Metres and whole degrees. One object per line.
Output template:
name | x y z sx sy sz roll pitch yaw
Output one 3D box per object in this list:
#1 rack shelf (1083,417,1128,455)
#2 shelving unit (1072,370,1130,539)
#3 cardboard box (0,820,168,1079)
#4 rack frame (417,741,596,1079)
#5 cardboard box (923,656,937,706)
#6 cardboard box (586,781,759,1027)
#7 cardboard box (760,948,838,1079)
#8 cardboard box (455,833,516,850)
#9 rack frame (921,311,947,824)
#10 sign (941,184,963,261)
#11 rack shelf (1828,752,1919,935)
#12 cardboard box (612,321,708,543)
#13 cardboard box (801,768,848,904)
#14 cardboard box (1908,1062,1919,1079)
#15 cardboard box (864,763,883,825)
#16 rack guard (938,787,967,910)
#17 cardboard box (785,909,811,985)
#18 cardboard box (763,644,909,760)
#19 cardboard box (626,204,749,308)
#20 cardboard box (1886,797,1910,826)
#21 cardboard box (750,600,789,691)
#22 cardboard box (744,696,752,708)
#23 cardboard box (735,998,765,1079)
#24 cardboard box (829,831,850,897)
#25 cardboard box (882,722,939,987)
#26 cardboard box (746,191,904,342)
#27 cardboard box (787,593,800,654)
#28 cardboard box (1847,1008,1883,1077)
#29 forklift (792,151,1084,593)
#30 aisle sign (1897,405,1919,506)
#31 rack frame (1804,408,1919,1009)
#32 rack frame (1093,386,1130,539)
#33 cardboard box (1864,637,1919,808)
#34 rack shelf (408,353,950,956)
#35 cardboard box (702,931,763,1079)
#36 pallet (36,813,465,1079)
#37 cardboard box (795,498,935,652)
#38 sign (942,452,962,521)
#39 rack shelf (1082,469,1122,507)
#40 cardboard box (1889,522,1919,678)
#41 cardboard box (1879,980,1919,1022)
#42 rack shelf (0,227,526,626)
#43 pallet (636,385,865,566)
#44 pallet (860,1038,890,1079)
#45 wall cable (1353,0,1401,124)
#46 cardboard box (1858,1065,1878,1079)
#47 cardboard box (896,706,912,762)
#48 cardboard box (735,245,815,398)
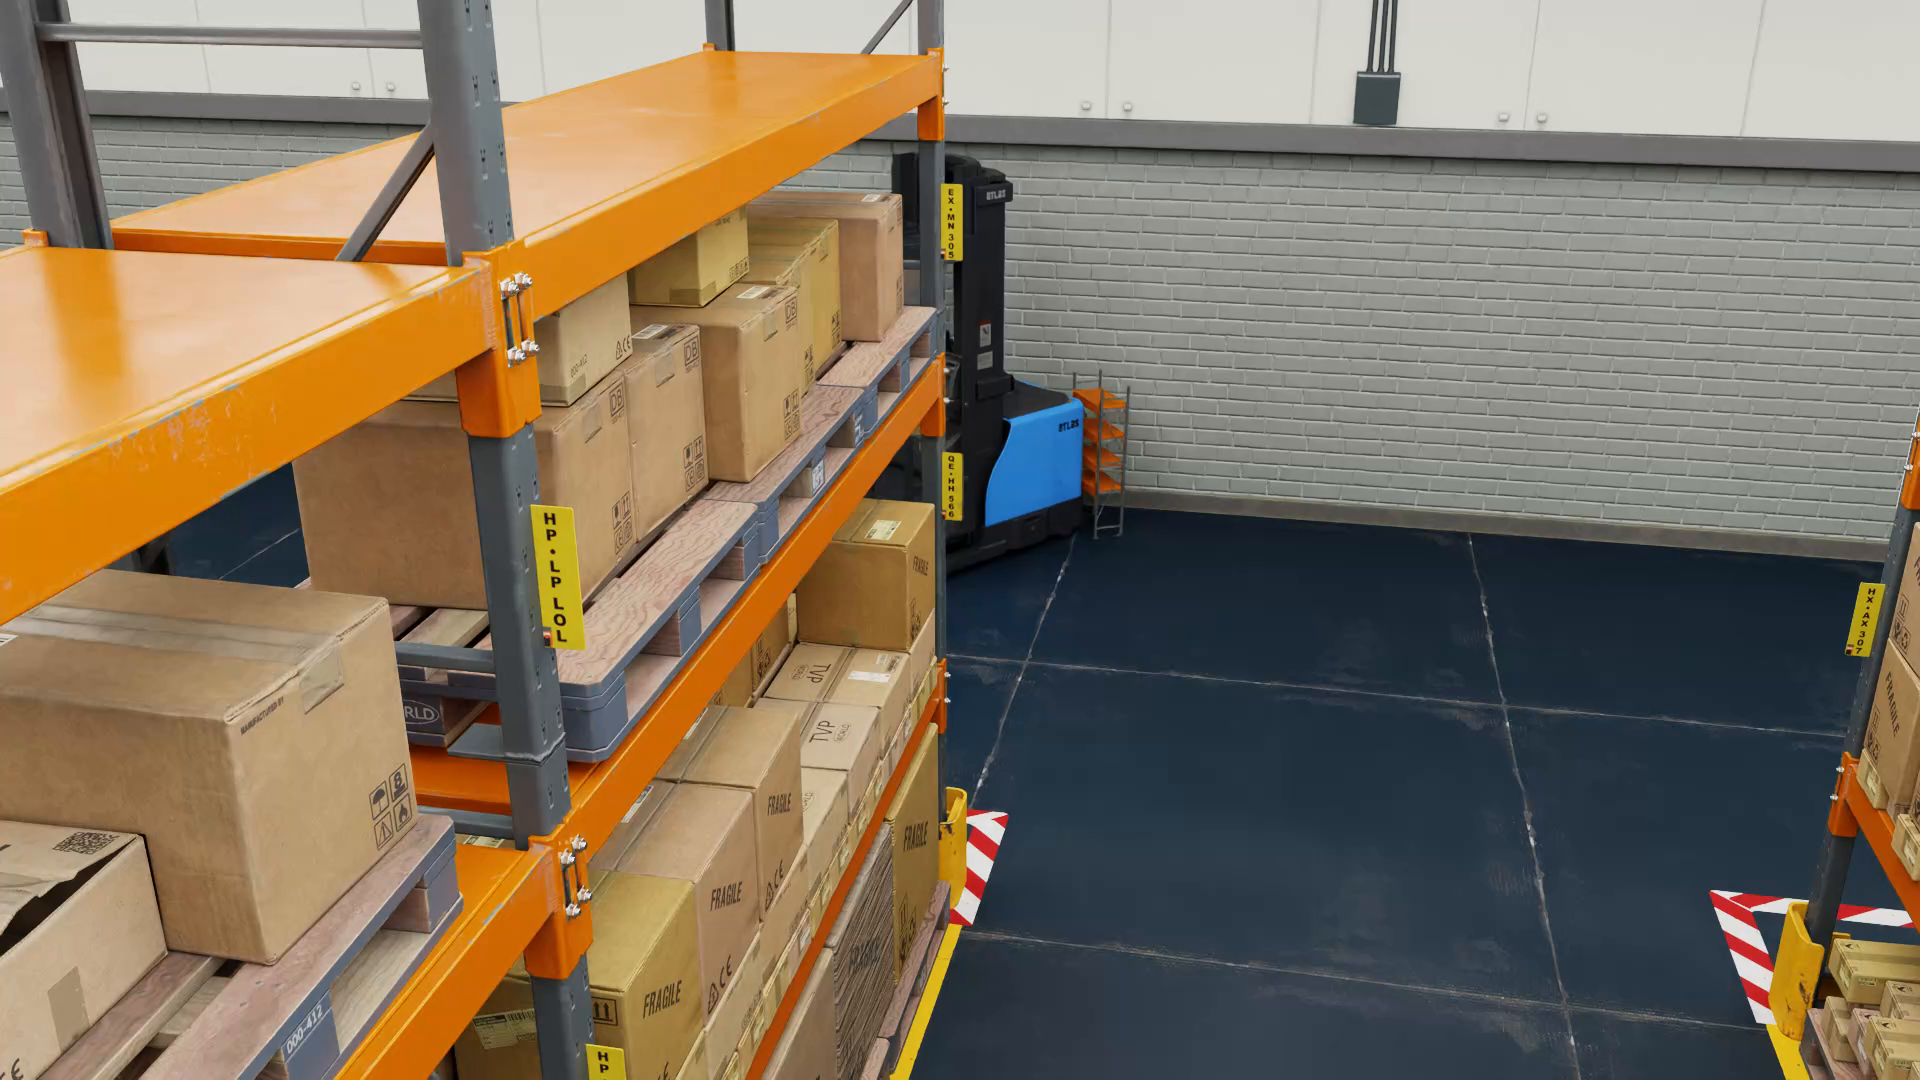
rack shelf | 1.070 -0.811 12.837 0.258 0.148 0.480 -7 23 -20
shelving unit | 1.068 -0.666 12.895 0.258 1.200 0.503 -7 23 -20
cardboard box | -1.695 0.670 2.716 0.500 0.311 0.500 4 22 9
rack frame | -1.383 1.821 4.317 1.000 3.000 0.127 4 22 11
cardboard box | -0.317 0.630 7.611 0.380 0.149 0.250 5 22 12
cardboard box | -0.927 1.069 4.982 0.500 0.500 0.500 4 22 11
cardboard box | -0.987 2.047 6.037 0.875 0.875 0.875 4 22 11
cardboard box | -1.445 1.033 5.072 0.500 0.500 0.500 5 22 11
rack frame | -0.567 0.358 7.949 1.000 3.000 0.127 4 22 11
sign | -0.039 -1.361 7.123 0.100 0.325 0.005 4 22 11
rack shelf | 3.860 1.838 5.237 1.077 0.370 4.000 4 22 11
cardboard box | -1.168 -0.345 4.850 0.700 0.500 0.500 6 23 14
cardboard box | -0.716 1.050 6.035 0.500 0.250 0.500 4 22 11
cardboard box | 3.744 2.080 6.132 0.380 0.149 0.250 3 22 8
cardboard box | -0.524 1.004 6.683 0.380 0.149 0.250 4 22 10
rack guard | -0.562 1.509 8.438 1.175 0.500 0.348 4 22 11
cardboard box | -0.733 1.381 5.747 0.380 0.149 0.250 5 22 12
cardboard box | -0.510 0.673 6.971 0.500 0.250 0.500 4 22 10
cardboard box | -0.989 -0.931 5.301 0.500 0.250 0.500 4 22 9
cardboard box | 3.870 1.079 6.495 0.380 0.149 0.250 5 23 13
cardboard box | -1.031 0.280 6.943 0.500 0.500 0.500 4 22 10
cardboard box | -1.135 0.819 6.608 0.500 0.250 0.500 4 22 9
cardboard box | -0.838 1.566 5.287 0.380 0.149 0.250 4 22 9
cardboard box | -0.629 1.189 6.223 0.380 0.149 0.250 5 22 12
cardboard box | -0.619 1.389 7.672 0.875 0.875 0.875 4 22 11
cardboard box | -0.621 -1.127 6.791 0.700 0.500 0.500 3 22 8
cardboard box | -0.929 0.445 7.537 0.500 0.250 0.500 4 22 9
cardboard box | 3.799 2.031 6.652 0.380 0.149 0.250 4 22 11
forklift | -0.485 -1.202 11.916 3.031 2.935 1.130 -18 28 -37
aisle sign | 3.989 -0.482 6.556 0.394 0.787 0.004 4 22 11
rack frame | 4.268 0.773 6.919 1.000 3.000 0.127 4 22 11
rack frame | 1.156 -0.581 12.683 0.240 1.200 0.015 -7 23 -20
cardboard box | 3.906 0.732 6.489 0.500 0.500 0.500 6 23 13
rack shelf | -0.975 0.032 5.707 1.077 0.370 4.000 4 22 11
cardboard box | -0.924 1.419 5.117 0.500 0.250 0.500 4 22 11
pallet | -1.522 0.857 2.951 0.805 0.209 1.217 4 22 9
cardboard box | -0.409 0.140 7.290 0.500 0.500 0.500 5 22 12
sign | -0.039 -0.242 7.574 0.100 0.325 0.005 4 22 11
rack shelf | 1.063 -0.419 12.992 0.258 0.148 0.480 -7 23 -20
cardboard box | 3.917 0.269 6.300 0.500 0.500 0.500 4 22 11
cardboard box | 3.890 1.900 6.577 0.380 0.149 0.250 5 22 12
rack shelf | -1.791 0.289 1.589 1.077 0.370 4.000 4 22 11
pallet | -0.955 -0.273 5.619 1.003 0.211 1.213 4 22 11
pallet | -0.905 2.395 6.625 1.003 0.211 1.213 4 22 11
wall cable | 3.961 -5.722 10.710 2.277 5.999 0.120 4 22 11
cardboard box | 3.875 2.170 6.705 0.380 0.149 0.250 4 22 11
cardboard box | -0.421 0.817 7.145 0.380 0.149 0.250 5 22 11
cardboard box | -0.911 -0.737 5.824 0.700 0.500 0.500 3 22 7
